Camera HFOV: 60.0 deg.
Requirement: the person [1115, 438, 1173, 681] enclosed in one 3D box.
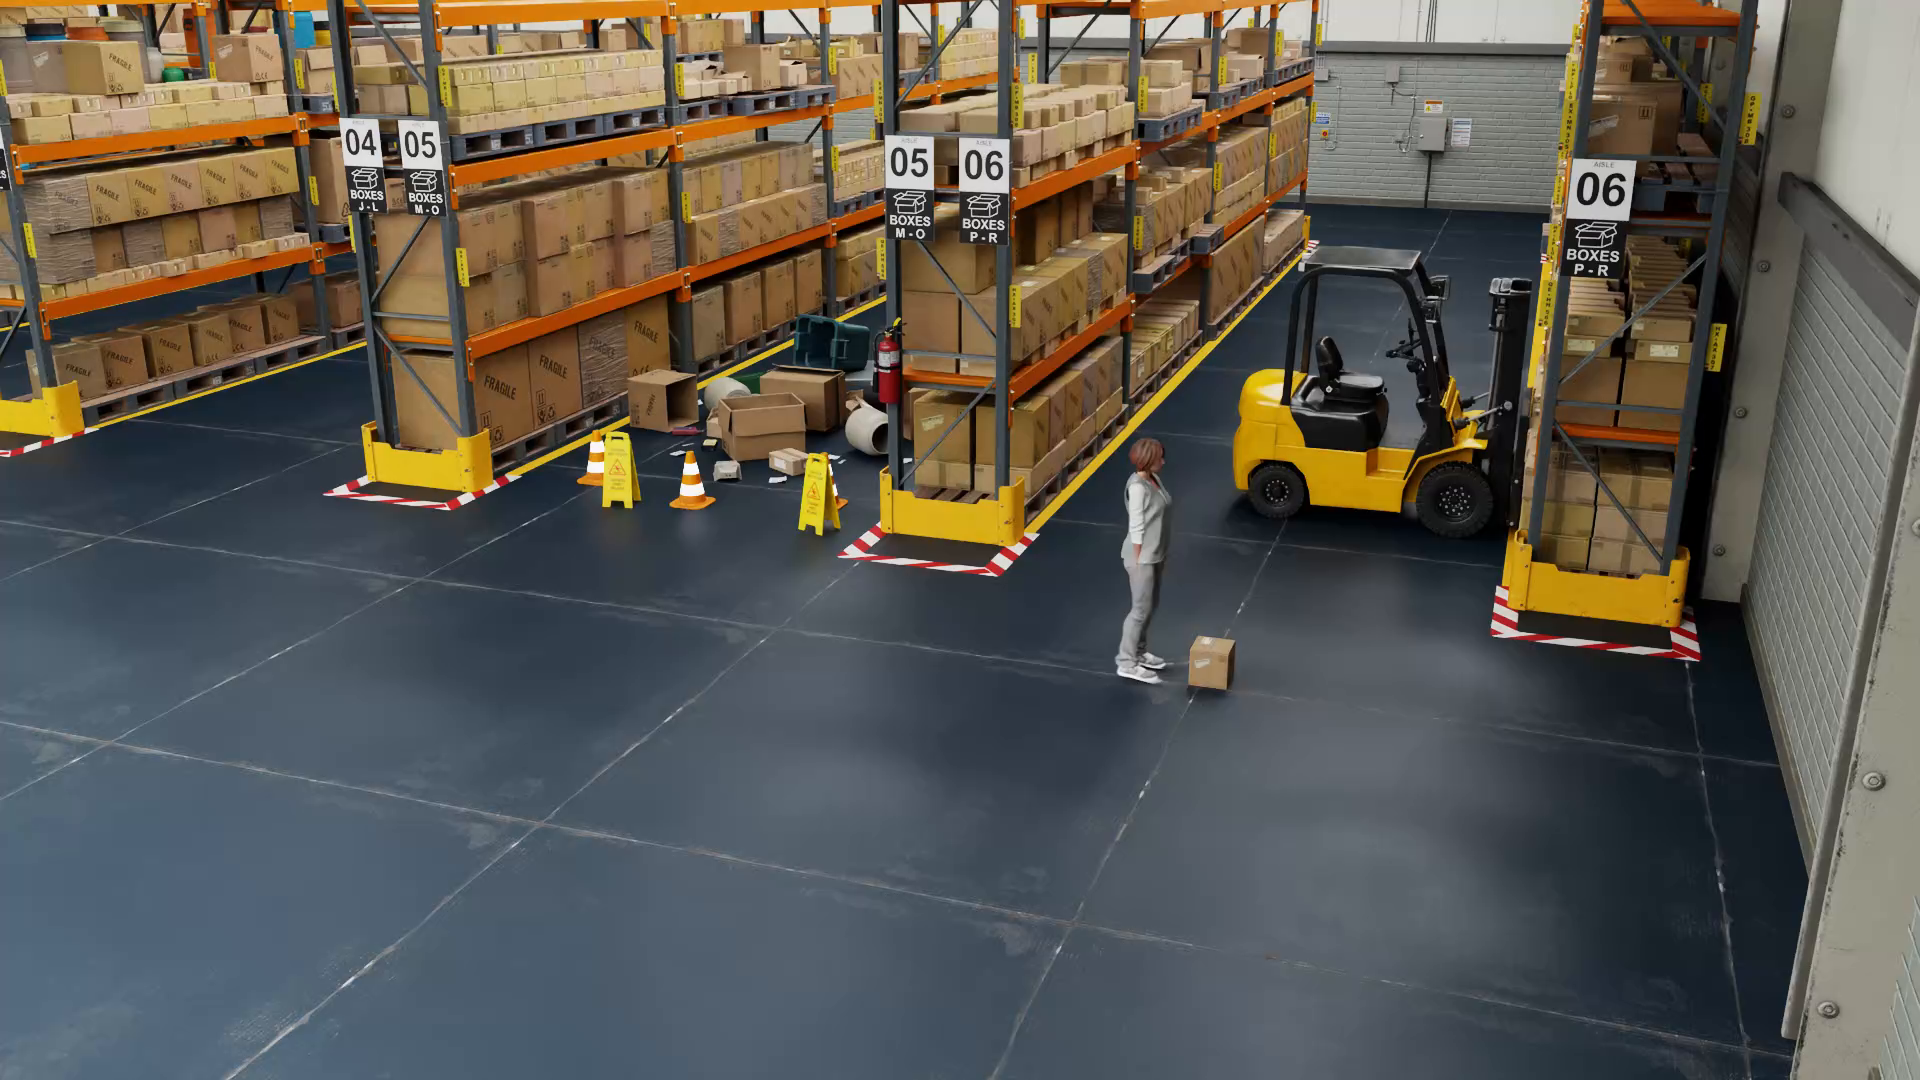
[{"bbox_3d":[1.201,0.111,10.761,0.303,1.598,0.406,7,20,19],"label":"person"}]
